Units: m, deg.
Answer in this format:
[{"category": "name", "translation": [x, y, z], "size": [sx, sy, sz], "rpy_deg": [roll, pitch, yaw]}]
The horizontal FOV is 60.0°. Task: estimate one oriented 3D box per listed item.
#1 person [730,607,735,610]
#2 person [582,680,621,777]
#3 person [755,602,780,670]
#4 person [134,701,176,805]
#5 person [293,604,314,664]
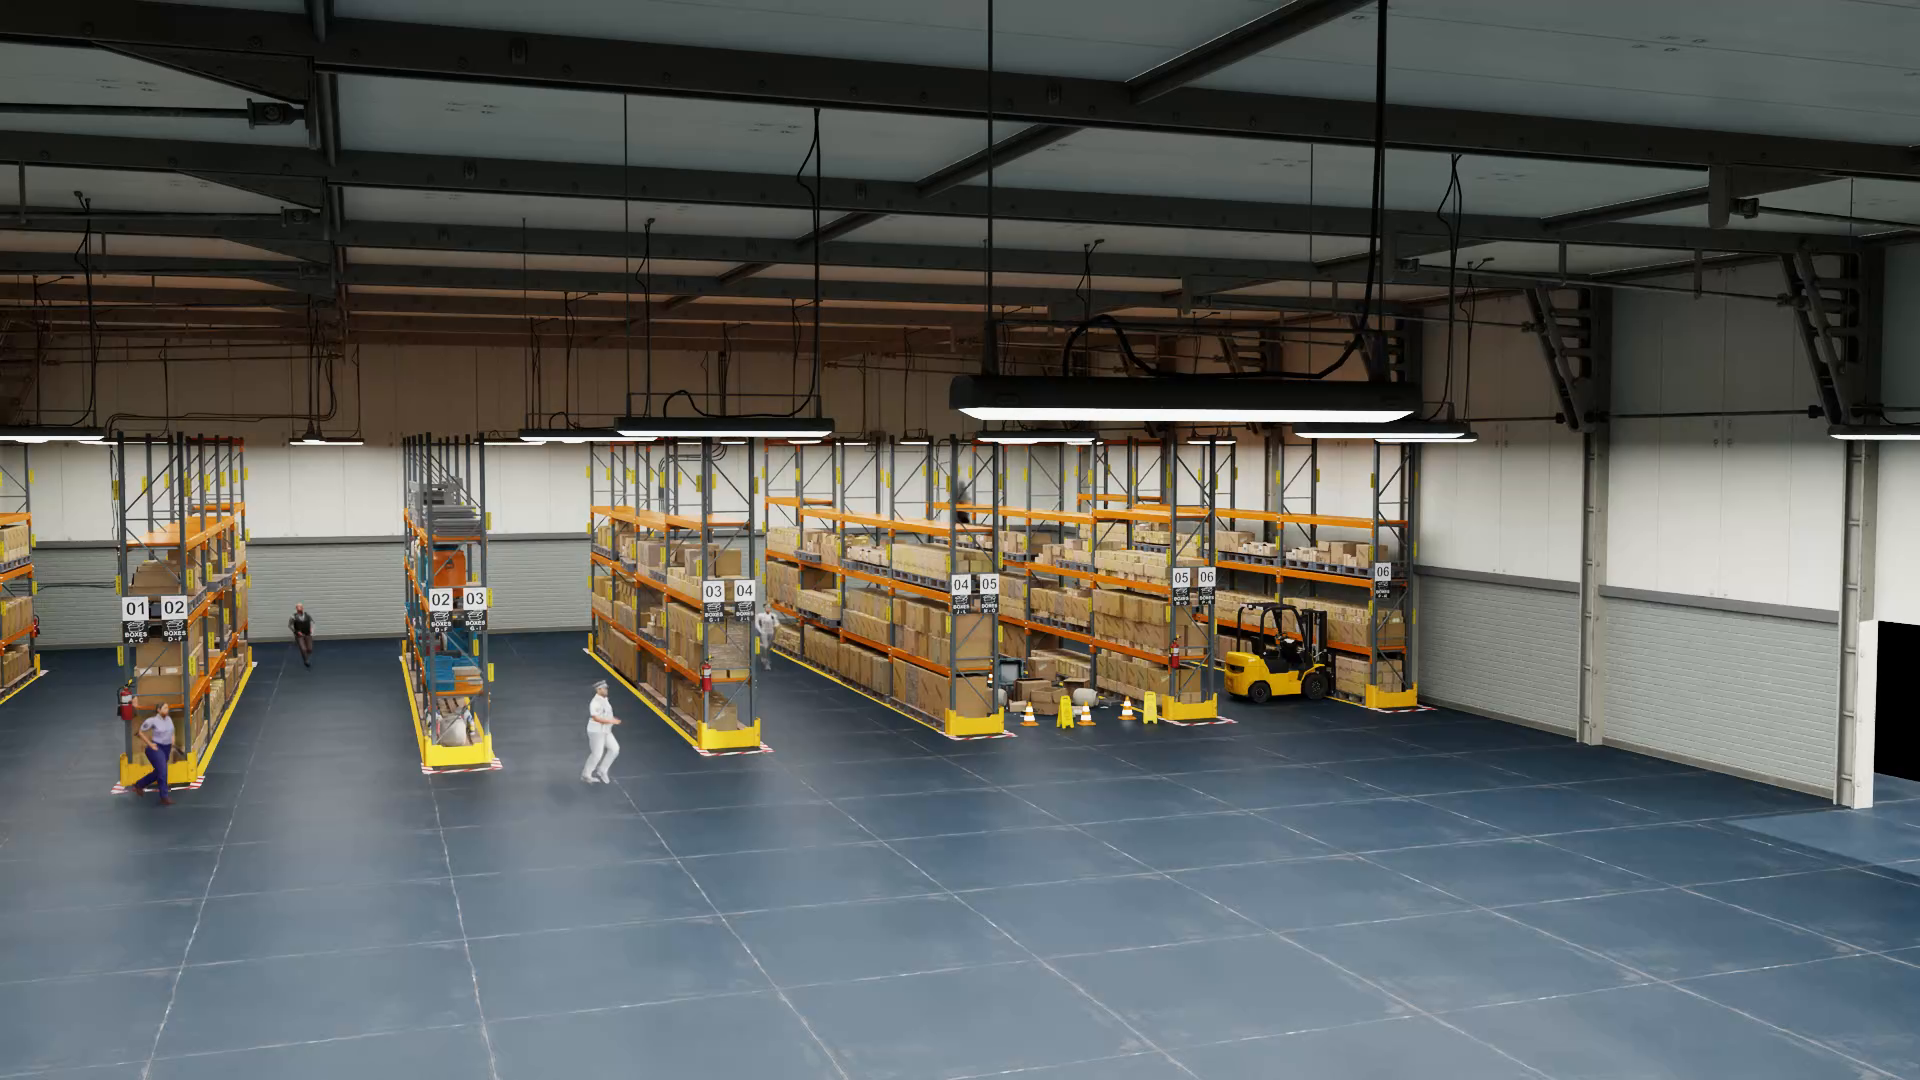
[{"category": "person", "translation": [-6.561, 2.272, 48.137], "size": [0.640, 1.601, 0.464], "rpy_deg": [1, 3, 17]}, {"category": "person", "translation": [-6.090, 3.201, 28.351], "size": [0.713, 1.654, 0.682], "rpy_deg": [1, 3, 10]}, {"category": "person", "translation": [-5.015, 2.487, 43.393], "size": [0.581, 1.745, 0.961], "rpy_deg": [-1, 3, -25]}, {"category": "person", "translation": [-12.992, 3.430, 26.960], "size": [0.888, 1.634, 0.626], "rpy_deg": [1, 3, 13]}, {"category": "person", "translation": [-17.172, 2.454, 43.465], "size": [0.529, 1.603, 0.560], "rpy_deg": [-2, 4, -35]}]
